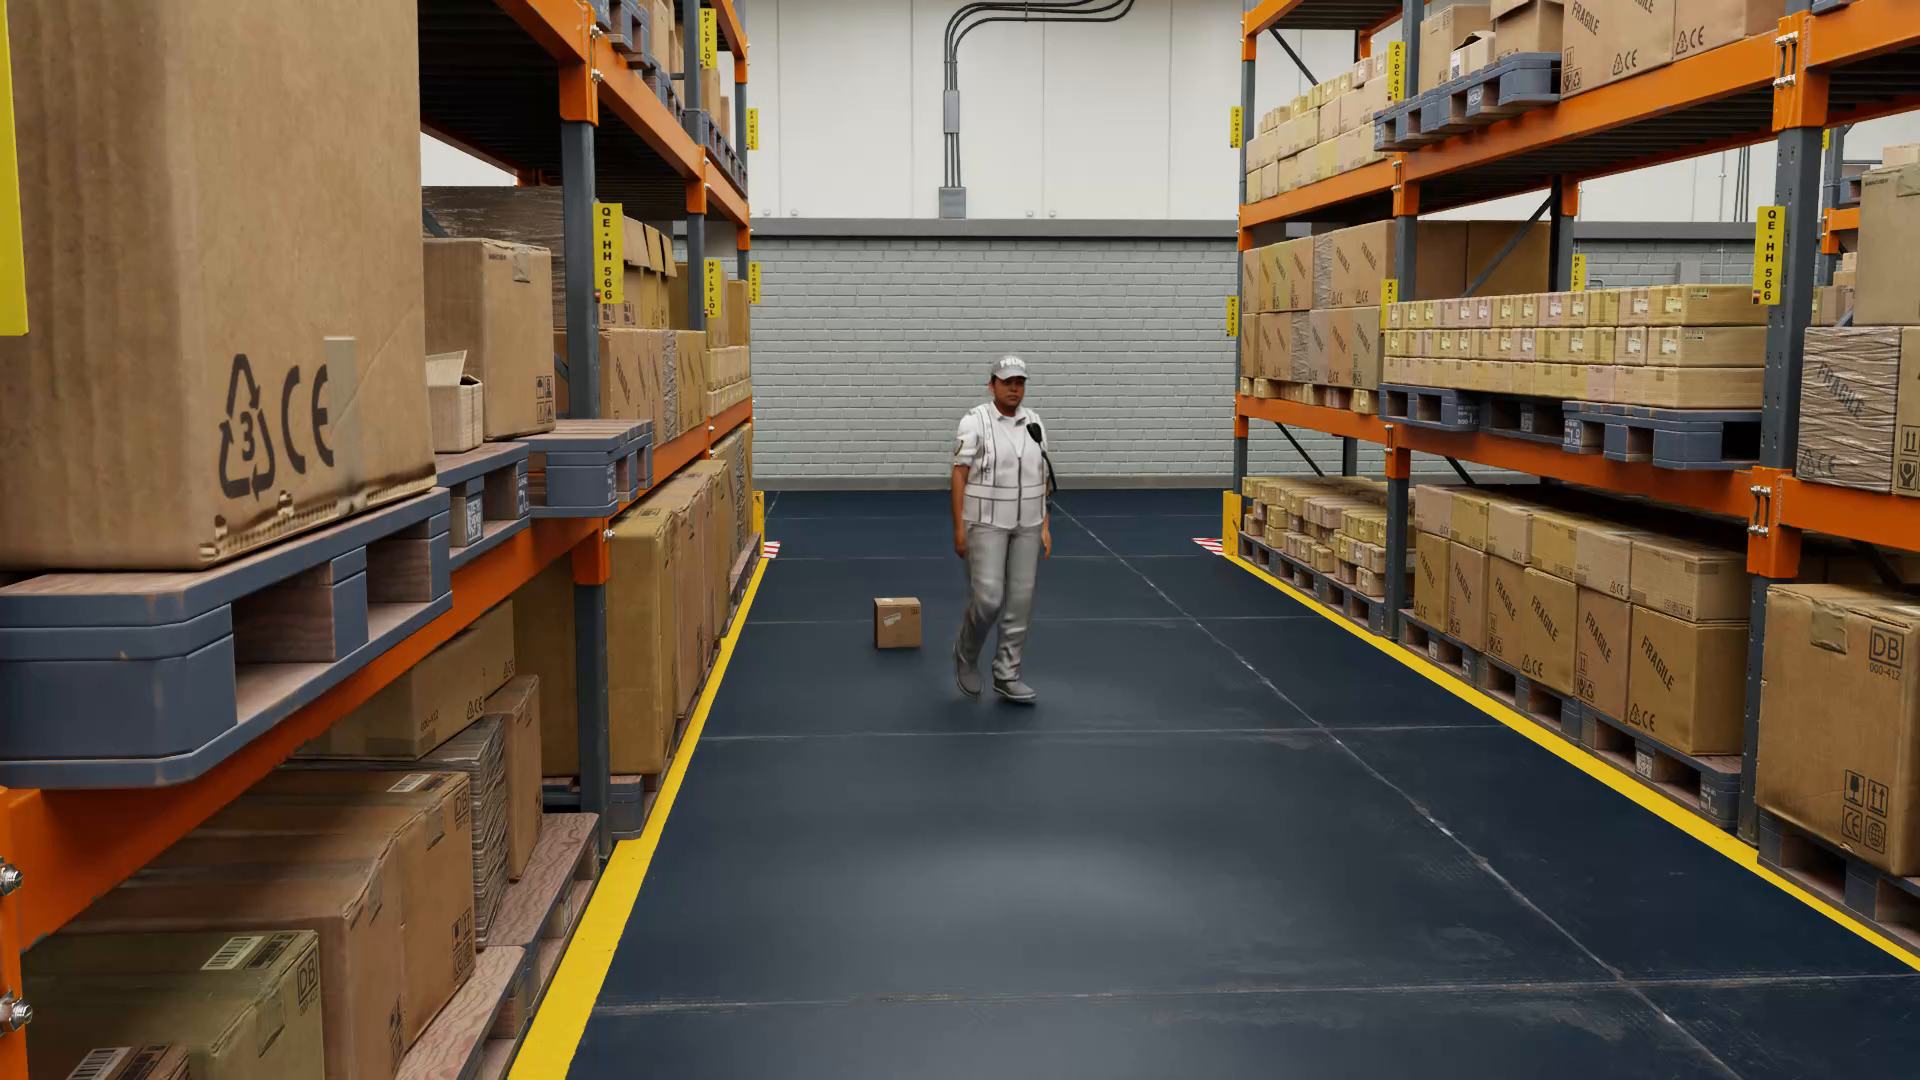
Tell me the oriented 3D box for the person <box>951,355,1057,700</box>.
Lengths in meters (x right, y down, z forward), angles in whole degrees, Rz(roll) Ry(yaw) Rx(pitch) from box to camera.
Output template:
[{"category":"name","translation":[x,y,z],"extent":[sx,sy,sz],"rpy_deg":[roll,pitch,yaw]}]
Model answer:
[{"category":"person","translation":[0.201,-0.055,8.020],"extent":[0.485,1.661,0.463],"rpy_deg":[-3,8,-26]}]
